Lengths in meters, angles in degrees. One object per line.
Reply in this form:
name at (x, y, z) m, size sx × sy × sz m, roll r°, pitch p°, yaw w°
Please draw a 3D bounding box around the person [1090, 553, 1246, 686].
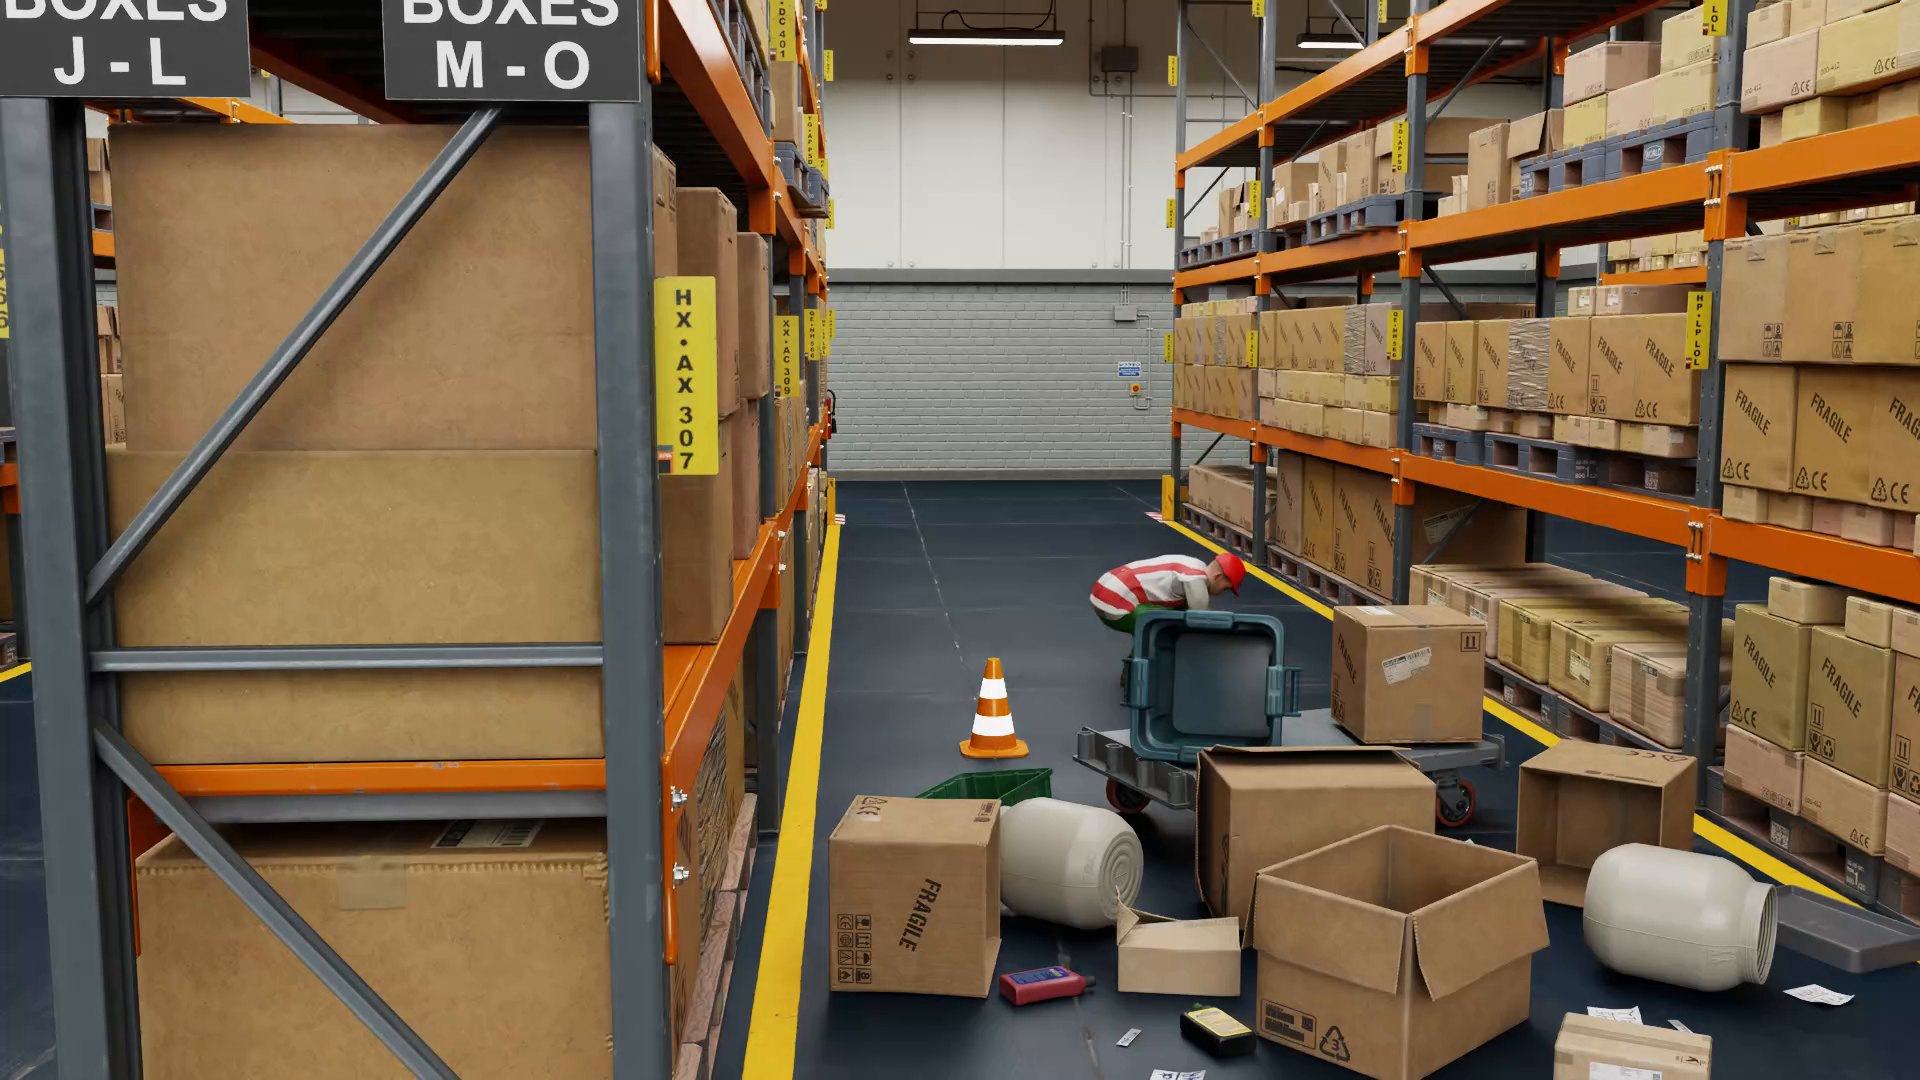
person at (1.253, 0.491, 9.997) m, size 0.946 × 0.813 × 0.534 m, roll -1°, pitch 7°, yaw -5°
